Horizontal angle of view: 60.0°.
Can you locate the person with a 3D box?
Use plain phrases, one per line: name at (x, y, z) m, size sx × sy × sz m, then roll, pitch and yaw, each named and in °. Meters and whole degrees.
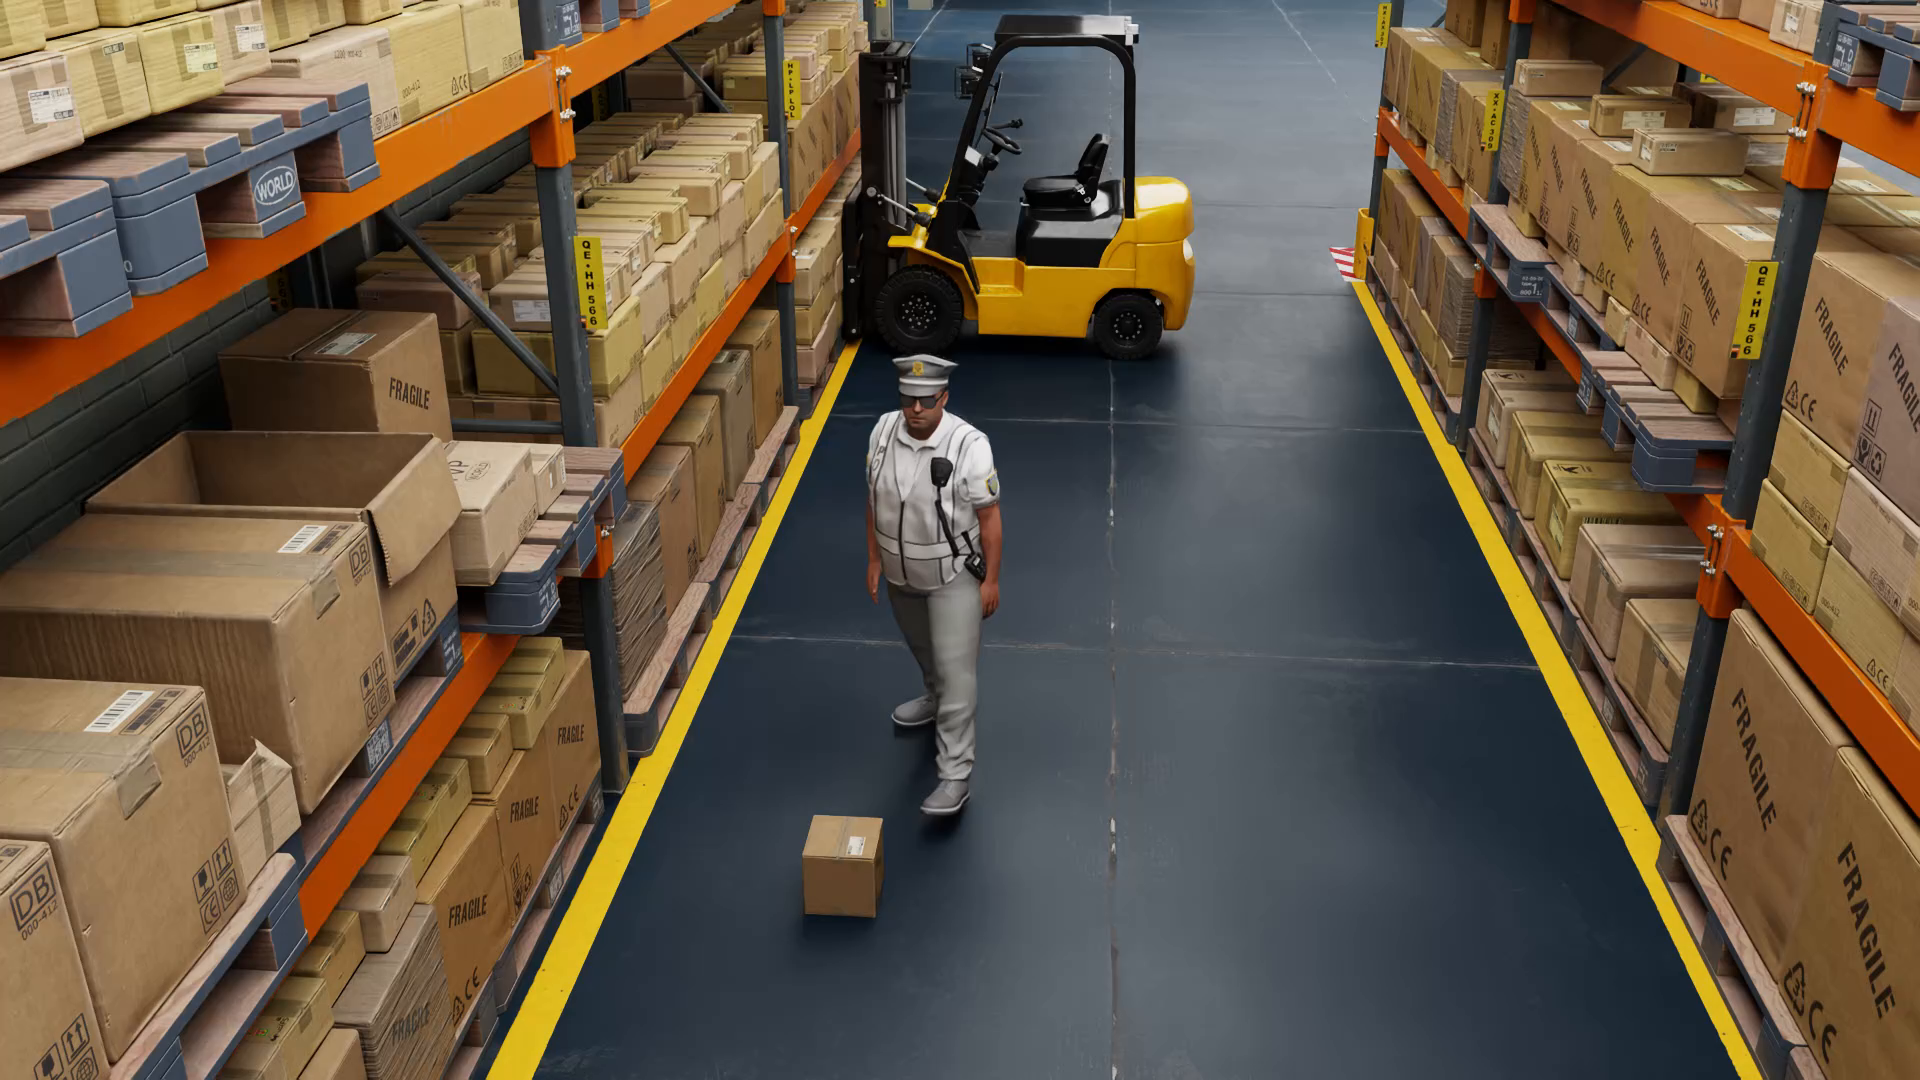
person at (-0.112, 0.113, 6.312) m, size 0.658 × 1.723 × 0.892 m, roll 14°, pitch 28°, yaw 29°
